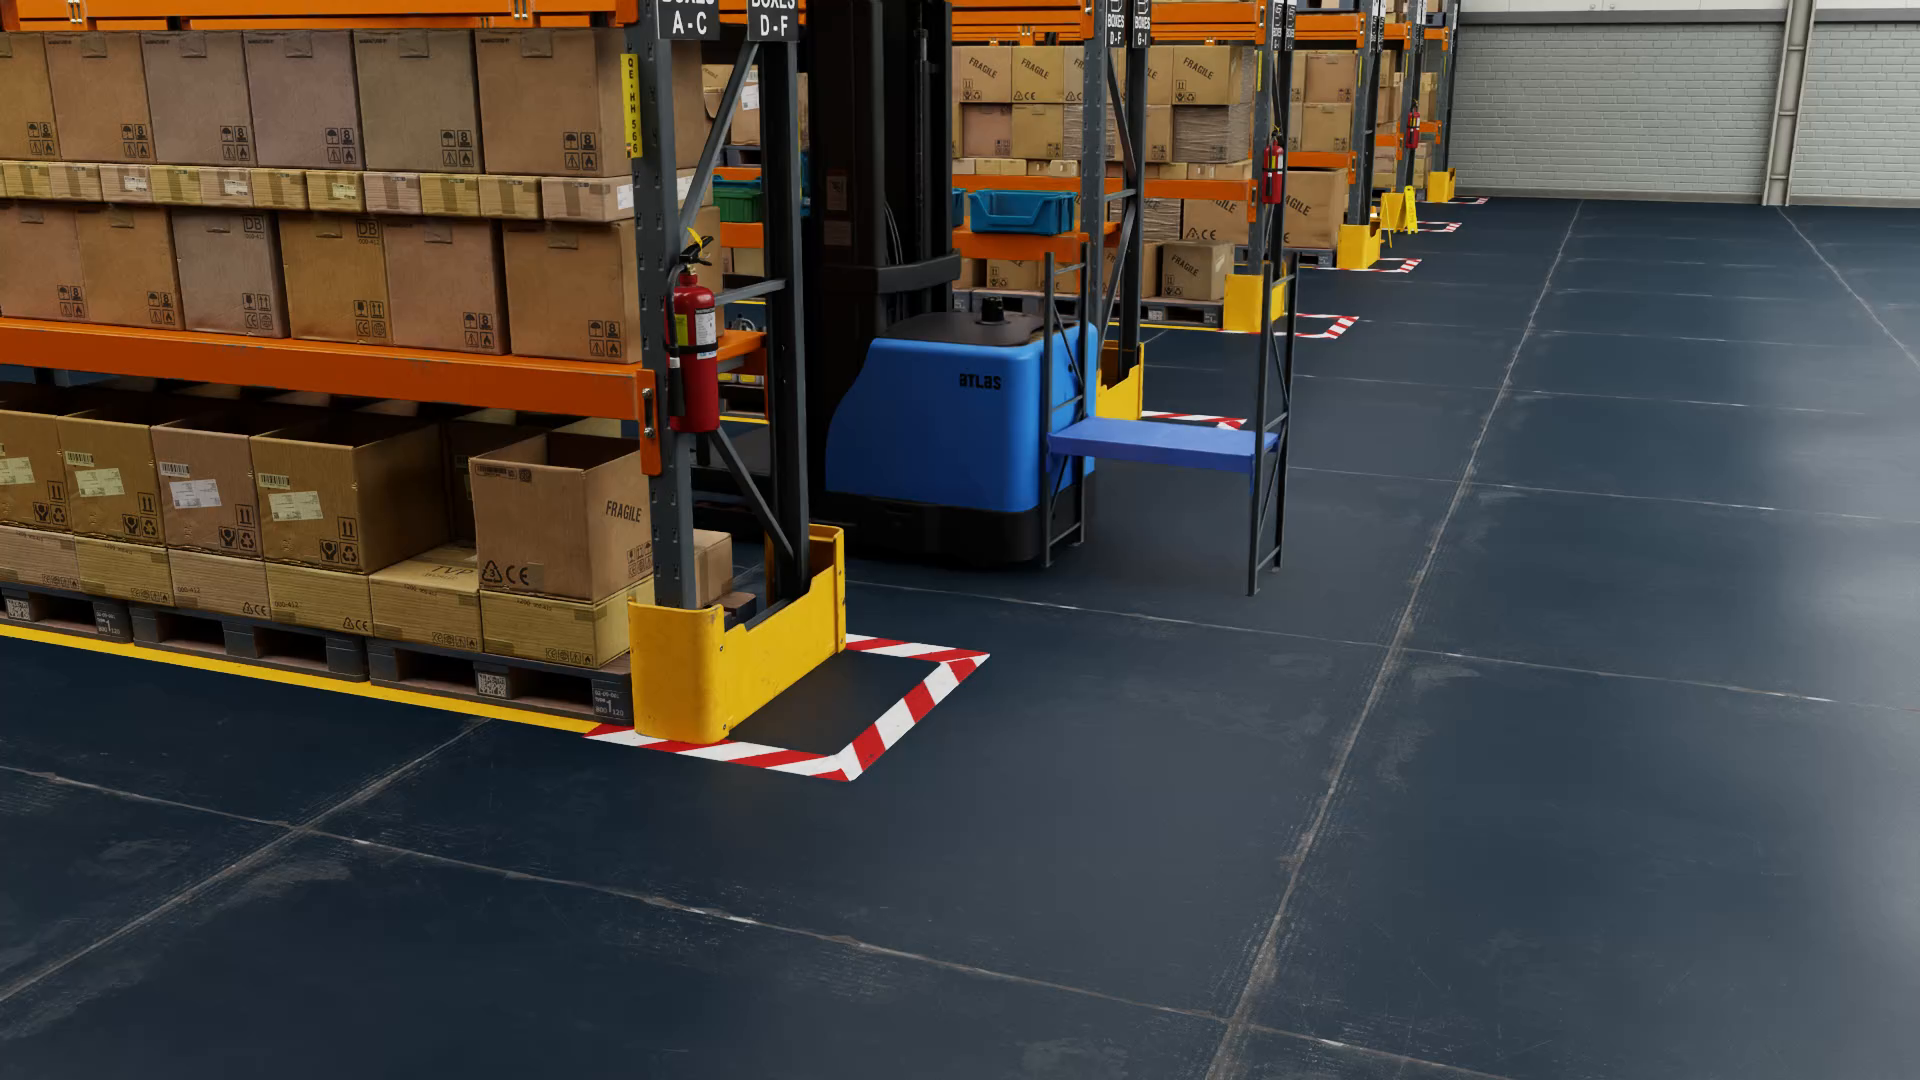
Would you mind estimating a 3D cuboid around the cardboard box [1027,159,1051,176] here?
[{"bbox_3d":[0.805,-3.471,15.455,0.250,0.149,0.380,6,17,21],"label":"cardboard box"}]

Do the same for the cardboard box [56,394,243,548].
[{"bbox_3d":[-3.325,-0.297,6.905,0.500,0.500,0.500,6,17,21],"label":"cardboard box"}]

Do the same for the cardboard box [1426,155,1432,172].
[{"bbox_3d":[7.880,-6.527,28.814,0.500,0.250,0.500,7,17,22],"label":"cardboard box"}]

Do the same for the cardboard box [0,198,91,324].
[{"bbox_3d":[-3.664,-1.238,7.135,0.500,0.500,0.700,6,17,20],"label":"cardboard box"}]

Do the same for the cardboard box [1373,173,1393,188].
[{"bbox_3d":[7.229,-6.205,28.600,0.500,0.250,0.500,6,17,21],"label":"cardboard box"}]

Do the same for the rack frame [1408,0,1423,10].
[{"bbox_3d":[6.423,-8.897,22.936,0.127,3.000,1.000,6,17,21],"label":"rack frame"}]

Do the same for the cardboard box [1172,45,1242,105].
[{"bbox_3d":[2.185,-4.109,14.697,0.500,0.500,0.500,6,17,21],"label":"cardboard box"}]

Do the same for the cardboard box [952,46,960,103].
[{"bbox_3d":[-0.143,-4.364,15.573,0.500,0.500,0.500,6,17,21],"label":"cardboard box"}]

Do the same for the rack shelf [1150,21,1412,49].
[{"bbox_3d":[4.563,-7.316,24.159,4.000,0.370,1.077,6,17,21],"label":"rack shelf"}]

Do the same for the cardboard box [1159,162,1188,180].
[{"bbox_3d":[1.963,-3.339,15.001,0.250,0.149,0.380,6,17,21],"label":"cardboard box"}]

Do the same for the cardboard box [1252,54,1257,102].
[{"bbox_3d":[3.354,-5.486,19.739,0.550,0.550,0.875,6,17,21],"label":"cardboard box"}]

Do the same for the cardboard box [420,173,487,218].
[{"bbox_3d":[-1.758,-1.279,6.111,0.250,0.149,0.380,6,17,20],"label":"cardboard box"}]

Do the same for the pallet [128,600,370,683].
[{"bbox_3d":[-2.709,0.269,7.123,1.213,0.211,1.003,6,17,21],"label":"pallet"}]

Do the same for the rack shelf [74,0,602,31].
[{"bbox_3d":[-4.612,-3.870,12.291,4.000,0.370,1.077,6,17,21],"label":"rack shelf"}]

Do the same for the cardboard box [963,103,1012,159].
[{"bbox_3d":[0.416,-3.899,15.765,0.500,0.500,0.875,6,17,21],"label":"cardboard box"}]

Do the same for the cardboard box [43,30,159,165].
[{"bbox_3d":[-3.221,-1.811,6.780,0.500,0.500,0.700,6,17,21],"label":"cardboard box"}]

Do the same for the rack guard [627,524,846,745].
[{"bbox_3d":[-0.829,0.326,6.410,0.348,0.500,1.175,6,17,21],"label":"rack guard"}]

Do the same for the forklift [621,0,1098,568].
[{"bbox_3d":[-0.851,-1.535,8.459,3.031,2.935,1.130,7,18,24],"label":"forklift"}]

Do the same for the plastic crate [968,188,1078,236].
[{"bbox_3d":[0.394,-2.064,10.424,0.616,0.251,0.499,6,17,21],"label":"plastic crate"}]

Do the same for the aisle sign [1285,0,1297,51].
[{"bbox_3d":[2.955,-4.766,14.803,0.004,0.787,0.394,6,17,21],"label":"aisle sign"}]

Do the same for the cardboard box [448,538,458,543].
[{"bbox_3d":[-2.200,0.028,7.132,0.500,0.250,0.500,6,17,21],"label":"cardboard box"}]

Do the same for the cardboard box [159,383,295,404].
[{"bbox_3d":[-3.133,-0.433,7.373,0.500,0.500,0.500,6,17,21],"label":"cardboard box"}]

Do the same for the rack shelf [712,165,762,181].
[{"bbox_3d":[-2.794,-3.714,17.134,4.000,0.370,1.077,6,17,21],"label":"rack shelf"}]

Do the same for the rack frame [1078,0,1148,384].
[{"bbox_3d":[0.970,-2.162,10.494,0.127,3.000,1.000,6,17,21],"label":"rack frame"}]

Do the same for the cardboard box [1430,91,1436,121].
[{"bbox_3d":[7.882,-7.475,28.617,0.500,0.500,0.500,7,18,22],"label":"cardboard box"}]

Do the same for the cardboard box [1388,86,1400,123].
[{"bbox_3d":[6.084,-6.328,24.132,0.500,0.500,0.500,6,17,20],"label":"cardboard box"}]

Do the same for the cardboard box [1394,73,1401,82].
[{"bbox_3d":[7.336,-7.825,28.127,0.250,0.149,0.380,7,17,22],"label":"cardboard box"}]

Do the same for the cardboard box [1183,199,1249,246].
[{"bbox_3d":[3.227,-4.045,20.040,0.875,0.875,0.875,6,17,20],"label":"cardboard box"}]

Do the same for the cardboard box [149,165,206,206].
[{"bbox_3d":[-2.951,-1.411,6.565,0.250,0.149,0.380,6,17,20],"label":"cardboard box"}]

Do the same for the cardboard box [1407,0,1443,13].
[{"bbox_3d":[7.740,-9.024,27.642,0.500,0.500,0.500,7,18,22],"label":"cardboard box"}]

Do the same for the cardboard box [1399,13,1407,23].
[{"bbox_3d":[6.234,-7.454,23.796,0.250,0.149,0.380,6,17,21],"label":"cardboard box"}]

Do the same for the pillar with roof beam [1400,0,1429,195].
[{"bbox_3d":[6.345,-9.374,24.576,0.400,9.000,9.100,6,17,21],"label":"pillar with roof beam"}]

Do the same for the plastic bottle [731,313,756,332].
[{"bbox_3d":[-1.567,-1.466,12.061,0.185,0.351,0.144,6,17,20],"label":"plastic bottle"}]

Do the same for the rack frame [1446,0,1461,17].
[{"bbox_3d":[8.241,-10.185,27.372,0.127,3.000,1.000,6,17,21],"label":"rack frame"}]

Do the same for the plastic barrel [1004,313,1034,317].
[{"bbox_3d":[0.330,-1.216,10.946,0.421,0.512,0.421,0,16,0],"label":"plastic barrel"}]

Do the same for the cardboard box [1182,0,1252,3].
[{"bbox_3d":[2.245,-4.798,14.465,0.500,0.250,0.500,7,17,22],"label":"cardboard box"}]

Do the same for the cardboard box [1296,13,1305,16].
[{"bbox_3d":[4.808,-7.438,23.741,0.250,0.149,0.380,6,17,19],"label":"cardboard box"}]

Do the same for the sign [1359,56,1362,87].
[{"bbox_3d":[4.489,-5.253,18.640,0.005,0.325,0.100,6,17,21],"label":"sign"}]

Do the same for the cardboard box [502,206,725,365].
[{"bbox_3d":[-1.281,-0.976,6.232,0.500,0.500,0.700,6,17,21],"label":"cardboard box"}]

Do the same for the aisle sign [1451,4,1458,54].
[{"bbox_3d":[8.195,-8.470,27.560,0.004,0.787,0.394,6,17,21],"label":"aisle sign"}]

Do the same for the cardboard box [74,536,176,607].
[{"bbox_3d":[-3.325,0.063,7.009,0.500,0.250,0.500,6,17,21],"label":"cardboard box"}]

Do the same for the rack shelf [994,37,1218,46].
[{"bbox_3d":[2.660,-9.013,30.004,4.000,0.370,1.077,6,17,21],"label":"rack shelf"}]

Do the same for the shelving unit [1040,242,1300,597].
[{"bbox_3d":[0.964,-0.588,7.763,1.048,1.500,0.538,7,18,24],"label":"shelving unit"}]

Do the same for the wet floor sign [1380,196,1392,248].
[{"bbox_3d":[5.455,-4.102,21.401,0.232,0.644,0.267,3,17,11],"label":"wet floor sign"}]

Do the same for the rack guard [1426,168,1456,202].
[{"bbox_3d":[8.264,-6.101,28.548,0.348,0.500,1.175,6,17,21],"label":"rack guard"}]

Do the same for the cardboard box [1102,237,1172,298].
[{"bbox_3d":[1.644,-2.568,15.624,0.500,0.500,0.500,12,20,35],"label":"cardboard box"}]

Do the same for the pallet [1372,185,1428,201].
[{"bbox_3d":[7.514,-6.032,28.829,1.213,0.211,1.003,6,17,21],"label":"pallet"}]

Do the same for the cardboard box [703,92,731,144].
[{"bbox_3d":[-2.580,-4.260,16.784,0.637,0.503,0.797,8,18,26],"label":"cardboard box"}]

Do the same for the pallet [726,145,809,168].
[{"bbox_3d":[-1.591,-3.879,16.755,1.213,0.211,1.003,6,17,21],"label":"pallet"}]
